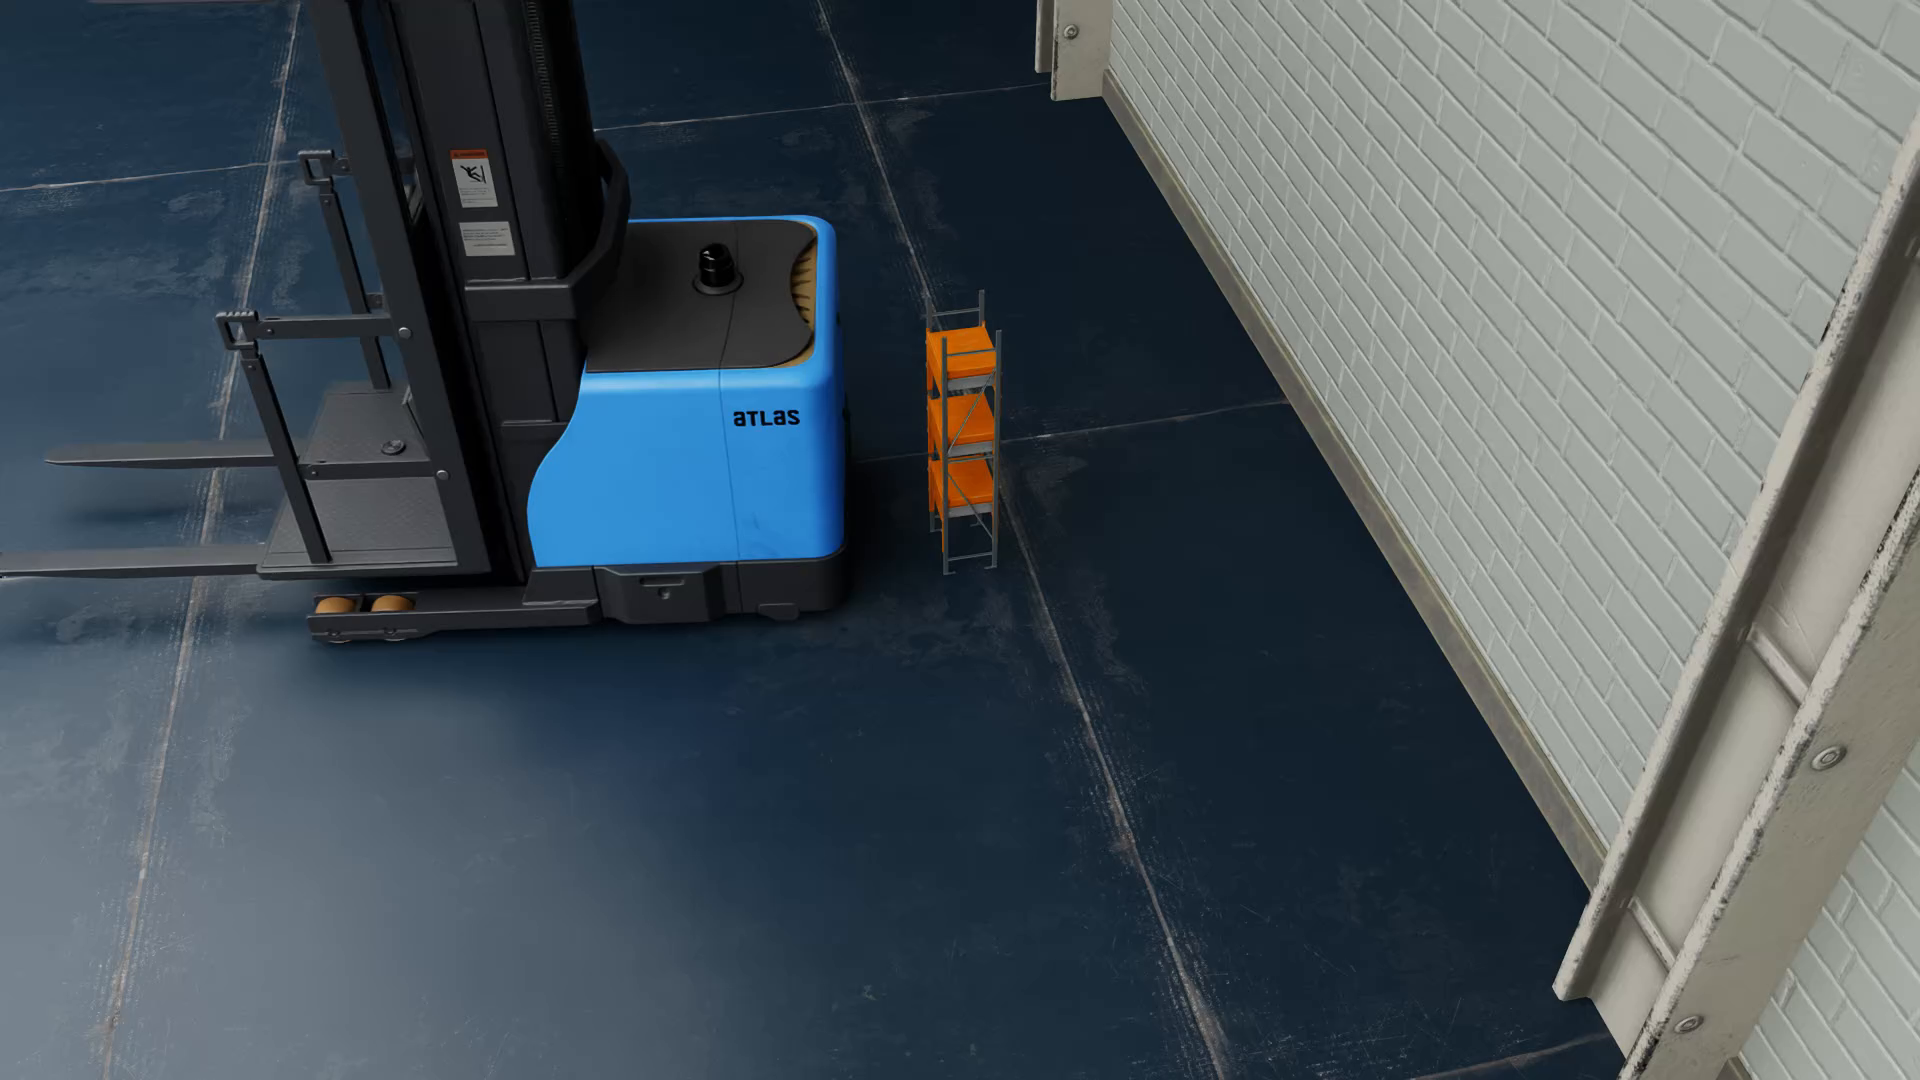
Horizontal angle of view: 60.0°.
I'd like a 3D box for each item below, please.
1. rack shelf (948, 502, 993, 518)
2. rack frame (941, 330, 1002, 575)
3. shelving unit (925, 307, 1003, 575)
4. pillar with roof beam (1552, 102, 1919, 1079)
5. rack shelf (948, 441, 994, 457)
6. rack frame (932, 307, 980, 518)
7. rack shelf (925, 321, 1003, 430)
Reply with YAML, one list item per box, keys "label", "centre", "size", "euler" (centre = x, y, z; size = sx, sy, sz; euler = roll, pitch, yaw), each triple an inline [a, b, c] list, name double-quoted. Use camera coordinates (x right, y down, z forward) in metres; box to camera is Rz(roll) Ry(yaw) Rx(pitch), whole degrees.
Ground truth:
- label: "rack shelf"
  centre: [0.012, -0.180, 6.021]
  size: [0.166, 0.050, 0.221]
  euler: [-8, 42, -9]
- label: "rack frame"
  centre: [0.038, -0.279, 5.773]
  size: [0.200, 1.050, 0.008]
  euler: [-8, 42, -9]
- label: "shelving unit"
  centre: [0.012, -0.357, 5.862]
  size: [0.215, 1.050, 0.249]
  euler: [-8, 42, -9]
- label: "pillar with roof beam"
  centre: [-2.303, -1.358, 1.002]
  size: [9.100, 9.000, 0.400]
  euler: [-8, 42, -9]
- label: "rack shelf"
  centre: [0.012, -0.387, 5.836]
  size: [0.166, 0.050, 0.221]
  euler: [-8, 42, -9]
- label: "rack frame"
  centre: [-0.015, -0.437, 5.951]
  size: [0.190, 0.915, 0.003]
  euler: [-8, 42, -9]
- label: "rack shelf"
  centre: [0.012, -0.562, 5.681]
  size: [0.215, 0.259, 0.240]
  euler: [-8, 42, -9]
